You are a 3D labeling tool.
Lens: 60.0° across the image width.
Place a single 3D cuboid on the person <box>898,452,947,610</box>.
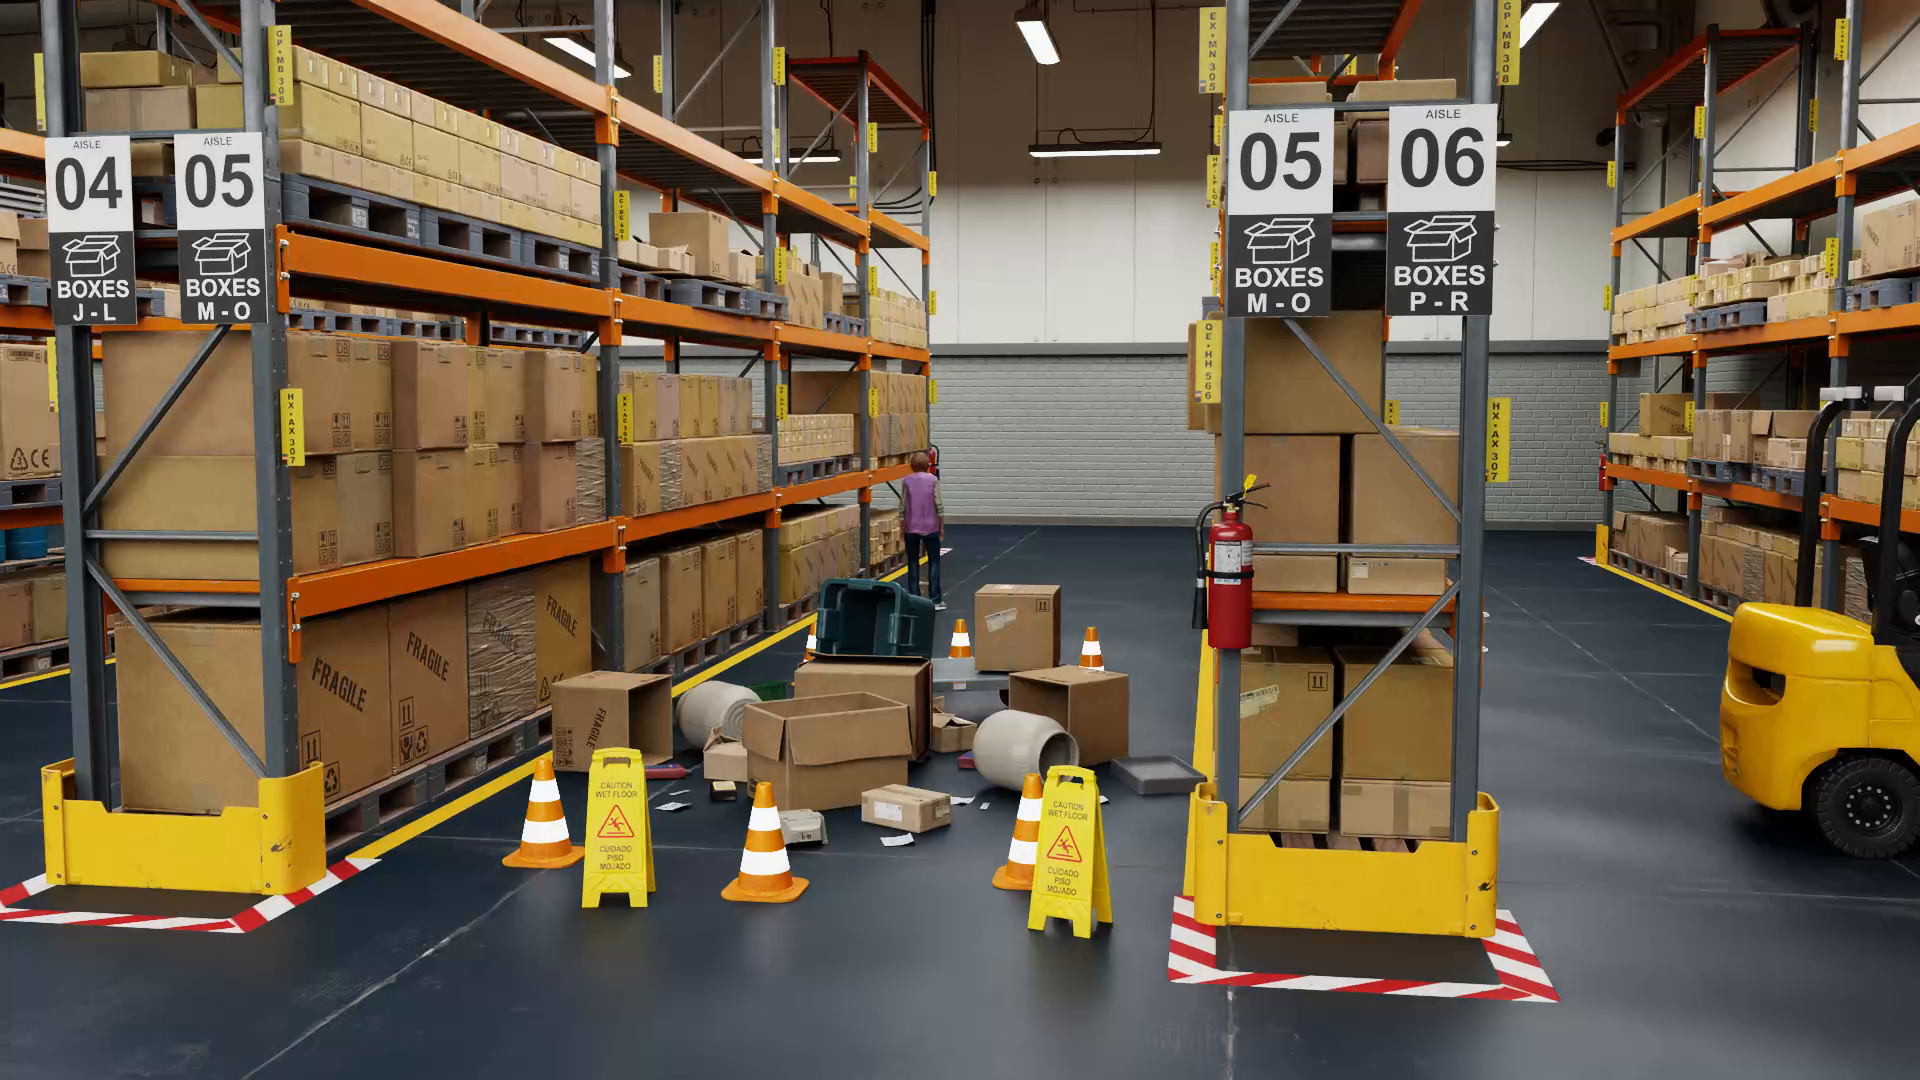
[{"bbox_3d":[-0.381,-0.087,16.700,0.477,1.591,0.377,0,5,5],"label":"person"}]
